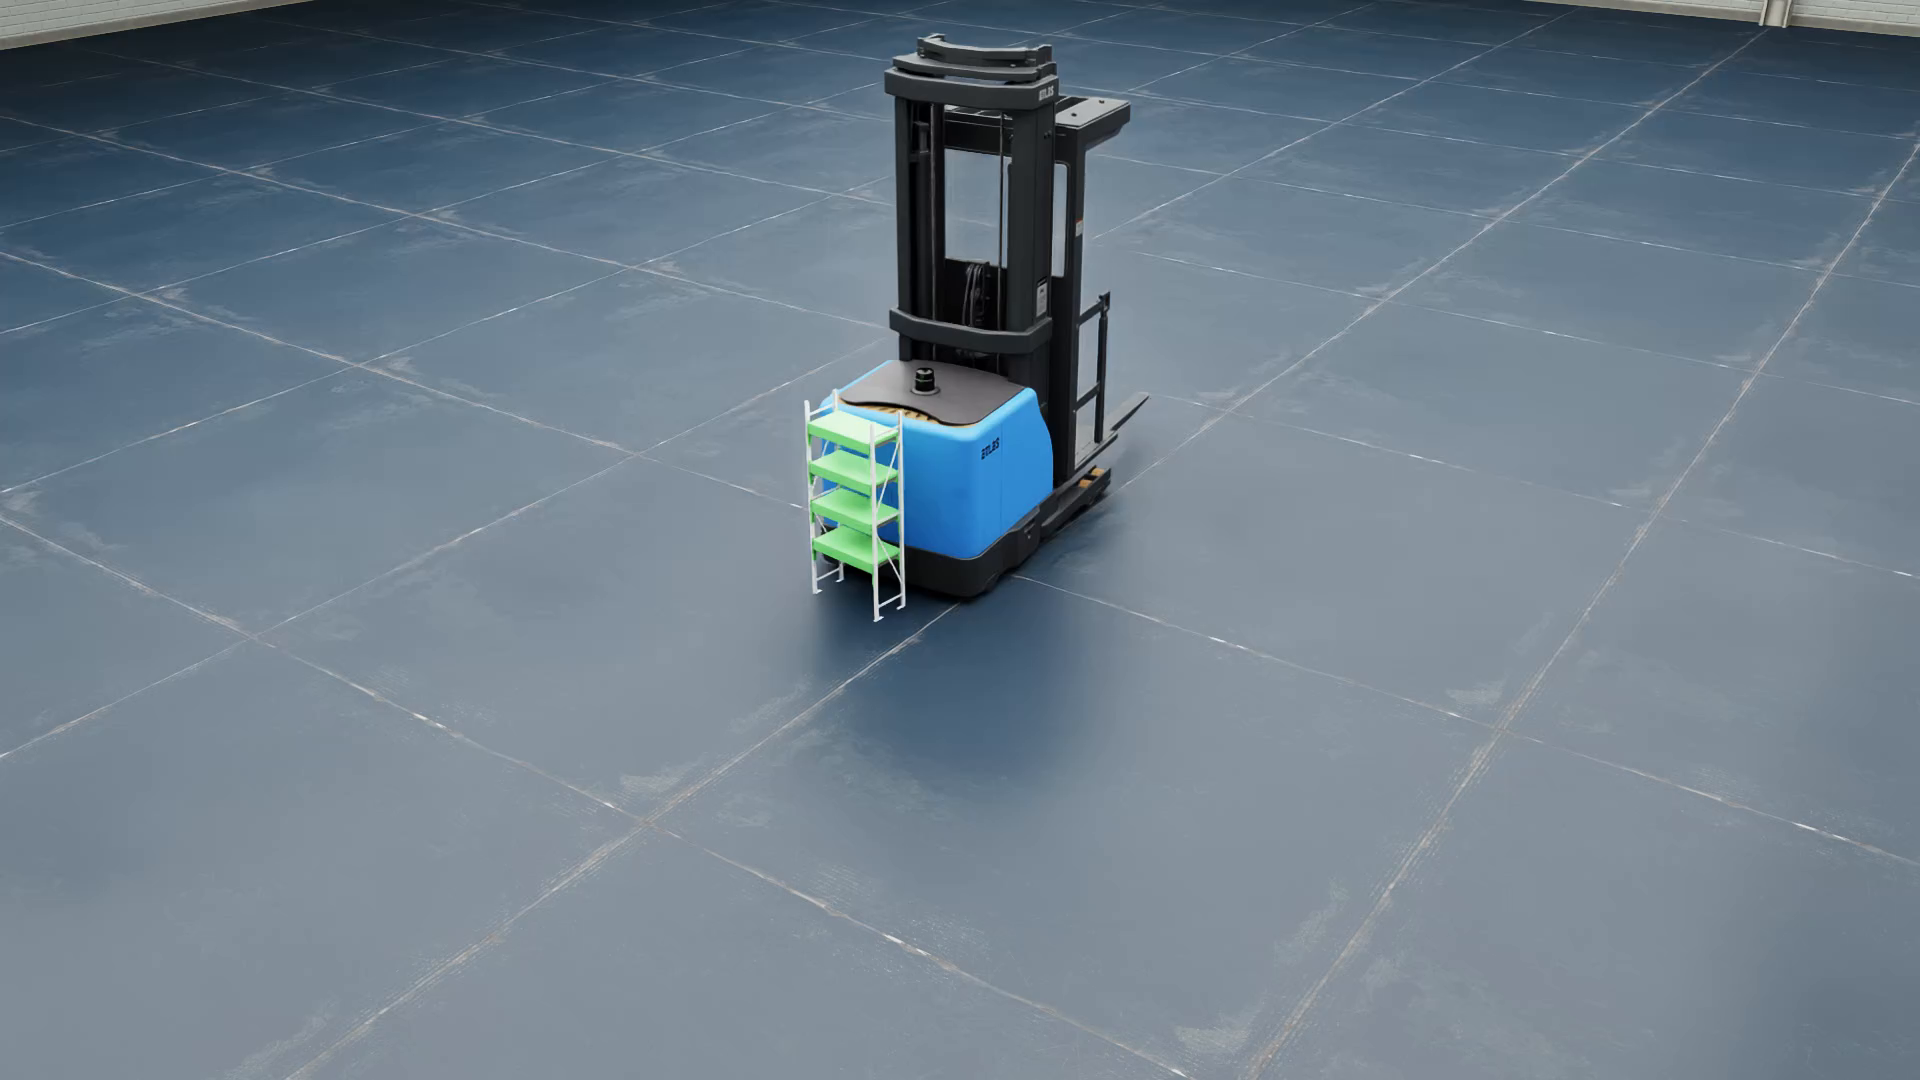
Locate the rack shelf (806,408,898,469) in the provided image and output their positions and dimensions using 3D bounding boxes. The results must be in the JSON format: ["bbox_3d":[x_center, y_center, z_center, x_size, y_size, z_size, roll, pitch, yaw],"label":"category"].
[{"bbox_3d":[-0.582,-0.561,9.111,0.480,0.148,0.258,21,34,35],"label":"rack shelf"}]

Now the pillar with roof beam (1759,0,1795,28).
[{"bbox_3d":[10.382,-10.508,20.977,0.400,9.000,9.100,17,32,30],"label":"pillar with roof beam"}]

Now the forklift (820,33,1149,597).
[{"bbox_3d":[0.331,-1.618,10.198,1.130,2.935,3.031,14,30,25],"label":"forklift"}]

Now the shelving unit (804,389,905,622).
[{"bbox_3d":[-0.582,-0.190,9.298,0.503,1.200,0.258,21,34,35],"label":"shelving unit"}]

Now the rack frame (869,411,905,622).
[{"bbox_3d":[-0.397,-0.118,9.157,0.015,1.200,0.240,21,34,35],"label":"rack frame"}]

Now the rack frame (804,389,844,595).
[{"bbox_3d":[-0.768,-0.261,9.440,0.015,1.200,0.240,21,34,35],"label":"rack frame"}]

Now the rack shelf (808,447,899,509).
[{"bbox_3d":[-0.582,-0.347,9.219,0.480,0.148,0.258,21,34,35],"label":"rack shelf"}]

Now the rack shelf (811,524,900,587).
[{"bbox_3d":[-0.583,0.082,9.435,0.480,0.148,0.258,21,34,35],"label":"rack shelf"}]

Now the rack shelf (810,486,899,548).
[{"bbox_3d":[-0.582,-0.133,9.327,0.480,0.148,0.258,21,34,35],"label":"rack shelf"}]
